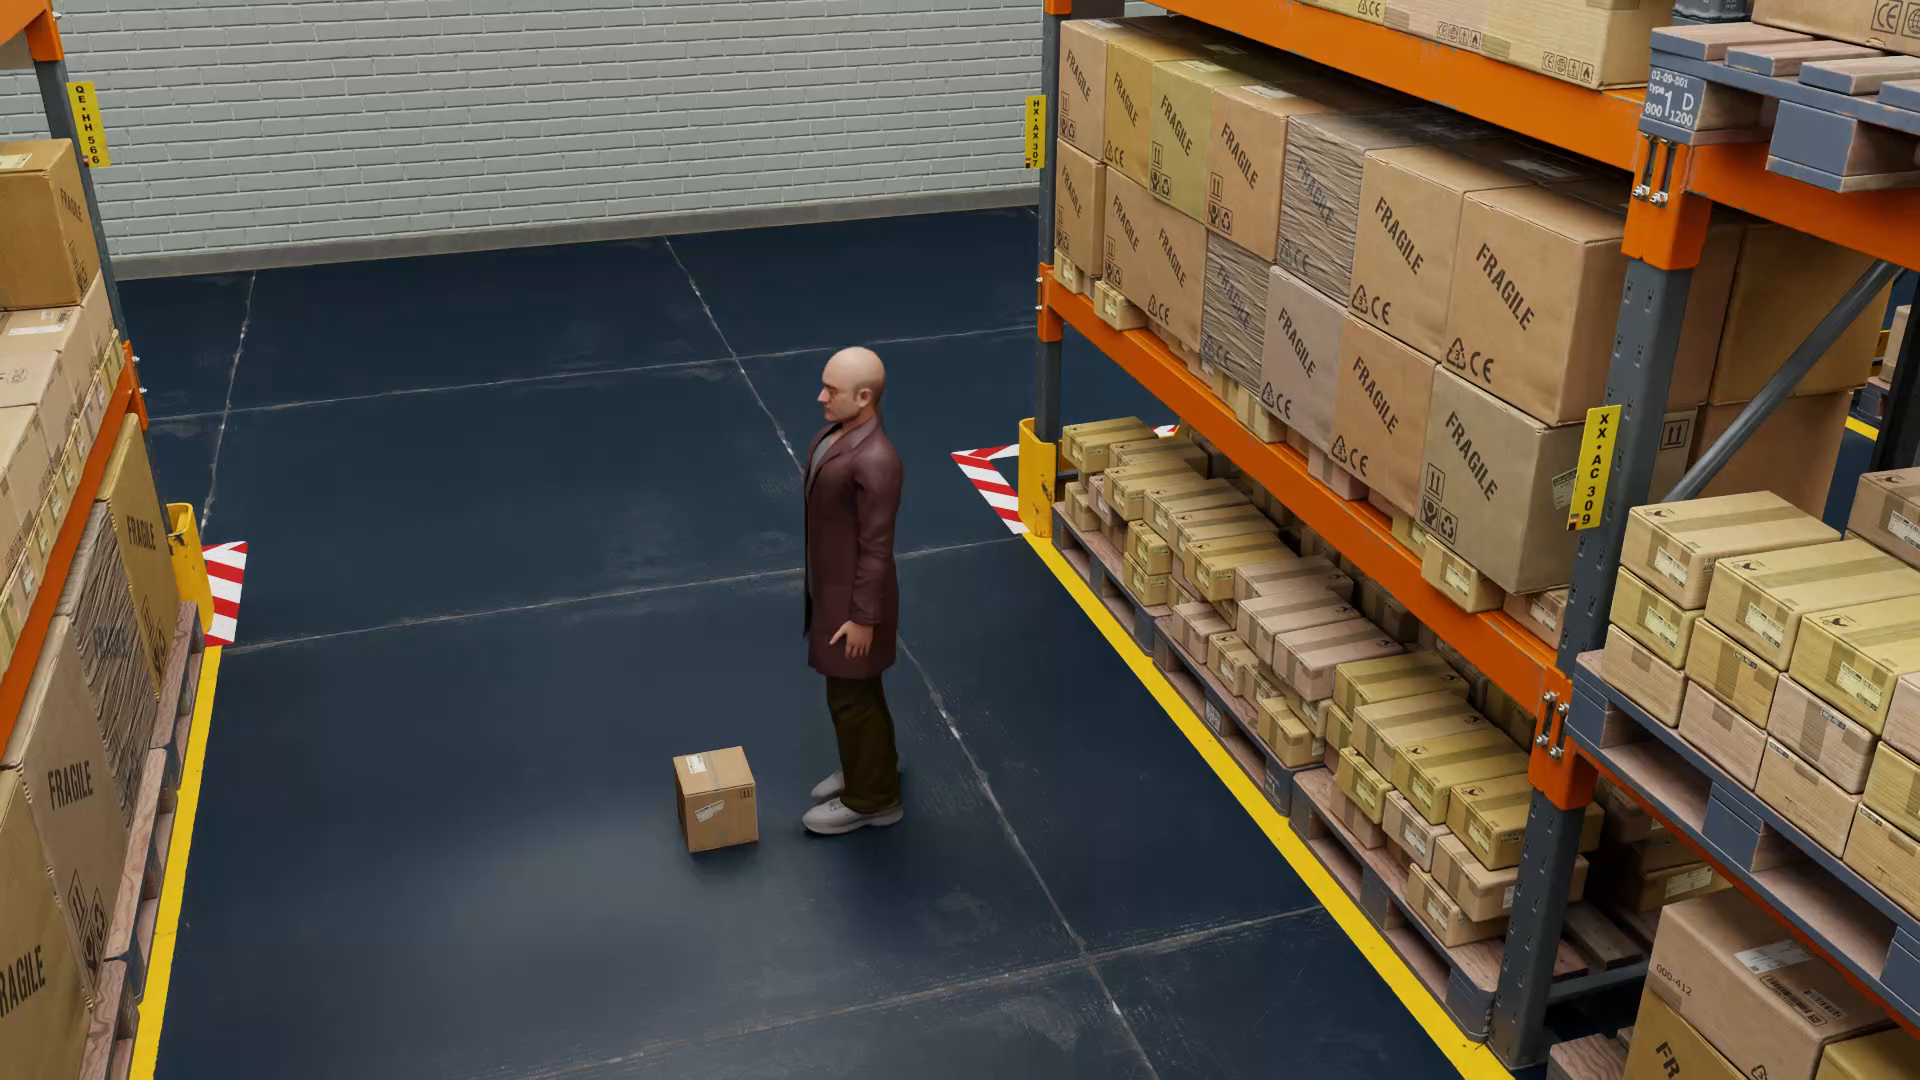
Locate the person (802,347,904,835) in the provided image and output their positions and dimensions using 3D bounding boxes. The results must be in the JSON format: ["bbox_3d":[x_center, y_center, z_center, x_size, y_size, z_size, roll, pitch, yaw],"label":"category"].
[{"bbox_3d":[-0.385,0.195,5.751,0.440,1.795,0.568,-7,27,-14],"label":"person"}]
